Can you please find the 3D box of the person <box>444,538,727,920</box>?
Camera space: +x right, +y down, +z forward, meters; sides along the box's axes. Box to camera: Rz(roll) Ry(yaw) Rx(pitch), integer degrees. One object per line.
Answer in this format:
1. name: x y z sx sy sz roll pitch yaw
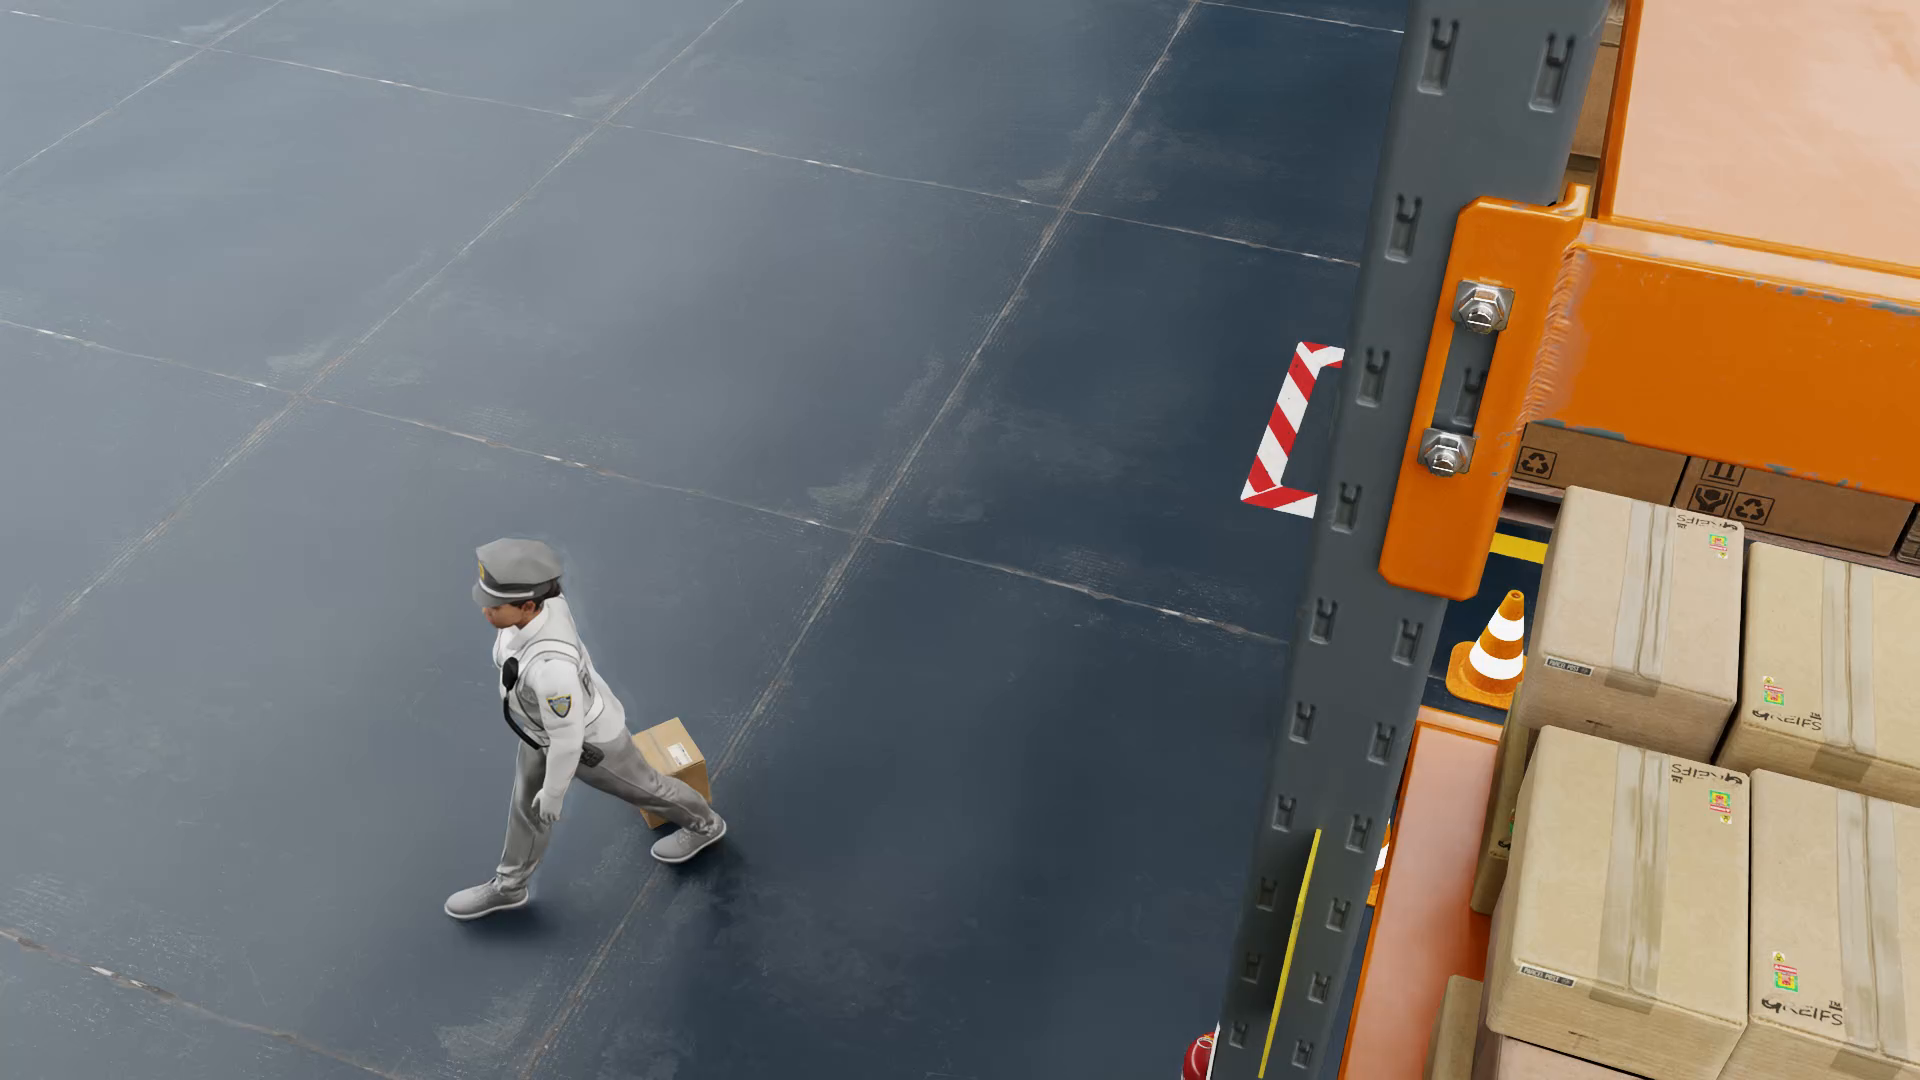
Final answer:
1. person: -1.307 0.639 5.419 1.002 1.607 0.510 -21 46 -22
